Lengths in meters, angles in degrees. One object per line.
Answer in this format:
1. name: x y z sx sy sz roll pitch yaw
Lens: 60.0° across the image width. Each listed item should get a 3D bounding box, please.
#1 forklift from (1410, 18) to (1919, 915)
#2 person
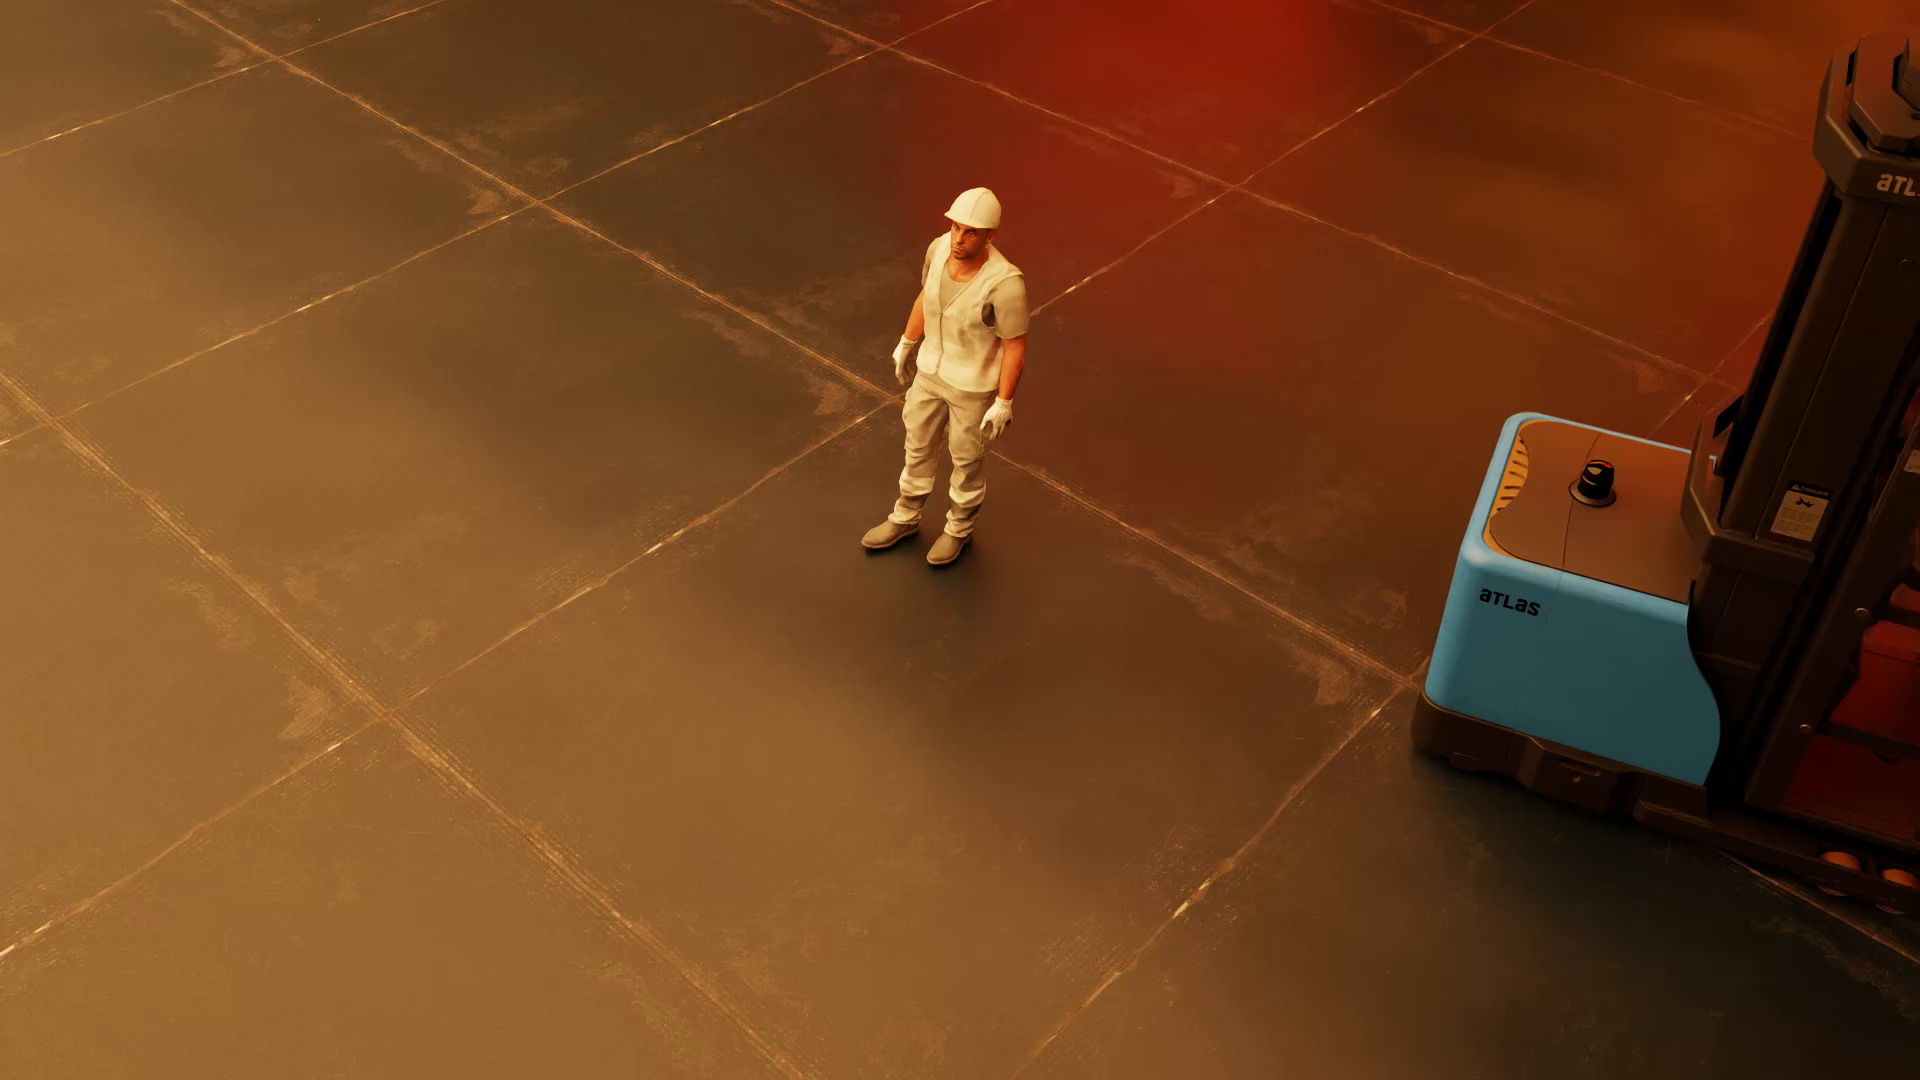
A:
1. forklift: 3.367 -0.144 5.596 3.031 2.935 1.130 17 43 18
2. person: -0.063 -0.649 7.052 0.638 1.789 0.560 31 49 31
